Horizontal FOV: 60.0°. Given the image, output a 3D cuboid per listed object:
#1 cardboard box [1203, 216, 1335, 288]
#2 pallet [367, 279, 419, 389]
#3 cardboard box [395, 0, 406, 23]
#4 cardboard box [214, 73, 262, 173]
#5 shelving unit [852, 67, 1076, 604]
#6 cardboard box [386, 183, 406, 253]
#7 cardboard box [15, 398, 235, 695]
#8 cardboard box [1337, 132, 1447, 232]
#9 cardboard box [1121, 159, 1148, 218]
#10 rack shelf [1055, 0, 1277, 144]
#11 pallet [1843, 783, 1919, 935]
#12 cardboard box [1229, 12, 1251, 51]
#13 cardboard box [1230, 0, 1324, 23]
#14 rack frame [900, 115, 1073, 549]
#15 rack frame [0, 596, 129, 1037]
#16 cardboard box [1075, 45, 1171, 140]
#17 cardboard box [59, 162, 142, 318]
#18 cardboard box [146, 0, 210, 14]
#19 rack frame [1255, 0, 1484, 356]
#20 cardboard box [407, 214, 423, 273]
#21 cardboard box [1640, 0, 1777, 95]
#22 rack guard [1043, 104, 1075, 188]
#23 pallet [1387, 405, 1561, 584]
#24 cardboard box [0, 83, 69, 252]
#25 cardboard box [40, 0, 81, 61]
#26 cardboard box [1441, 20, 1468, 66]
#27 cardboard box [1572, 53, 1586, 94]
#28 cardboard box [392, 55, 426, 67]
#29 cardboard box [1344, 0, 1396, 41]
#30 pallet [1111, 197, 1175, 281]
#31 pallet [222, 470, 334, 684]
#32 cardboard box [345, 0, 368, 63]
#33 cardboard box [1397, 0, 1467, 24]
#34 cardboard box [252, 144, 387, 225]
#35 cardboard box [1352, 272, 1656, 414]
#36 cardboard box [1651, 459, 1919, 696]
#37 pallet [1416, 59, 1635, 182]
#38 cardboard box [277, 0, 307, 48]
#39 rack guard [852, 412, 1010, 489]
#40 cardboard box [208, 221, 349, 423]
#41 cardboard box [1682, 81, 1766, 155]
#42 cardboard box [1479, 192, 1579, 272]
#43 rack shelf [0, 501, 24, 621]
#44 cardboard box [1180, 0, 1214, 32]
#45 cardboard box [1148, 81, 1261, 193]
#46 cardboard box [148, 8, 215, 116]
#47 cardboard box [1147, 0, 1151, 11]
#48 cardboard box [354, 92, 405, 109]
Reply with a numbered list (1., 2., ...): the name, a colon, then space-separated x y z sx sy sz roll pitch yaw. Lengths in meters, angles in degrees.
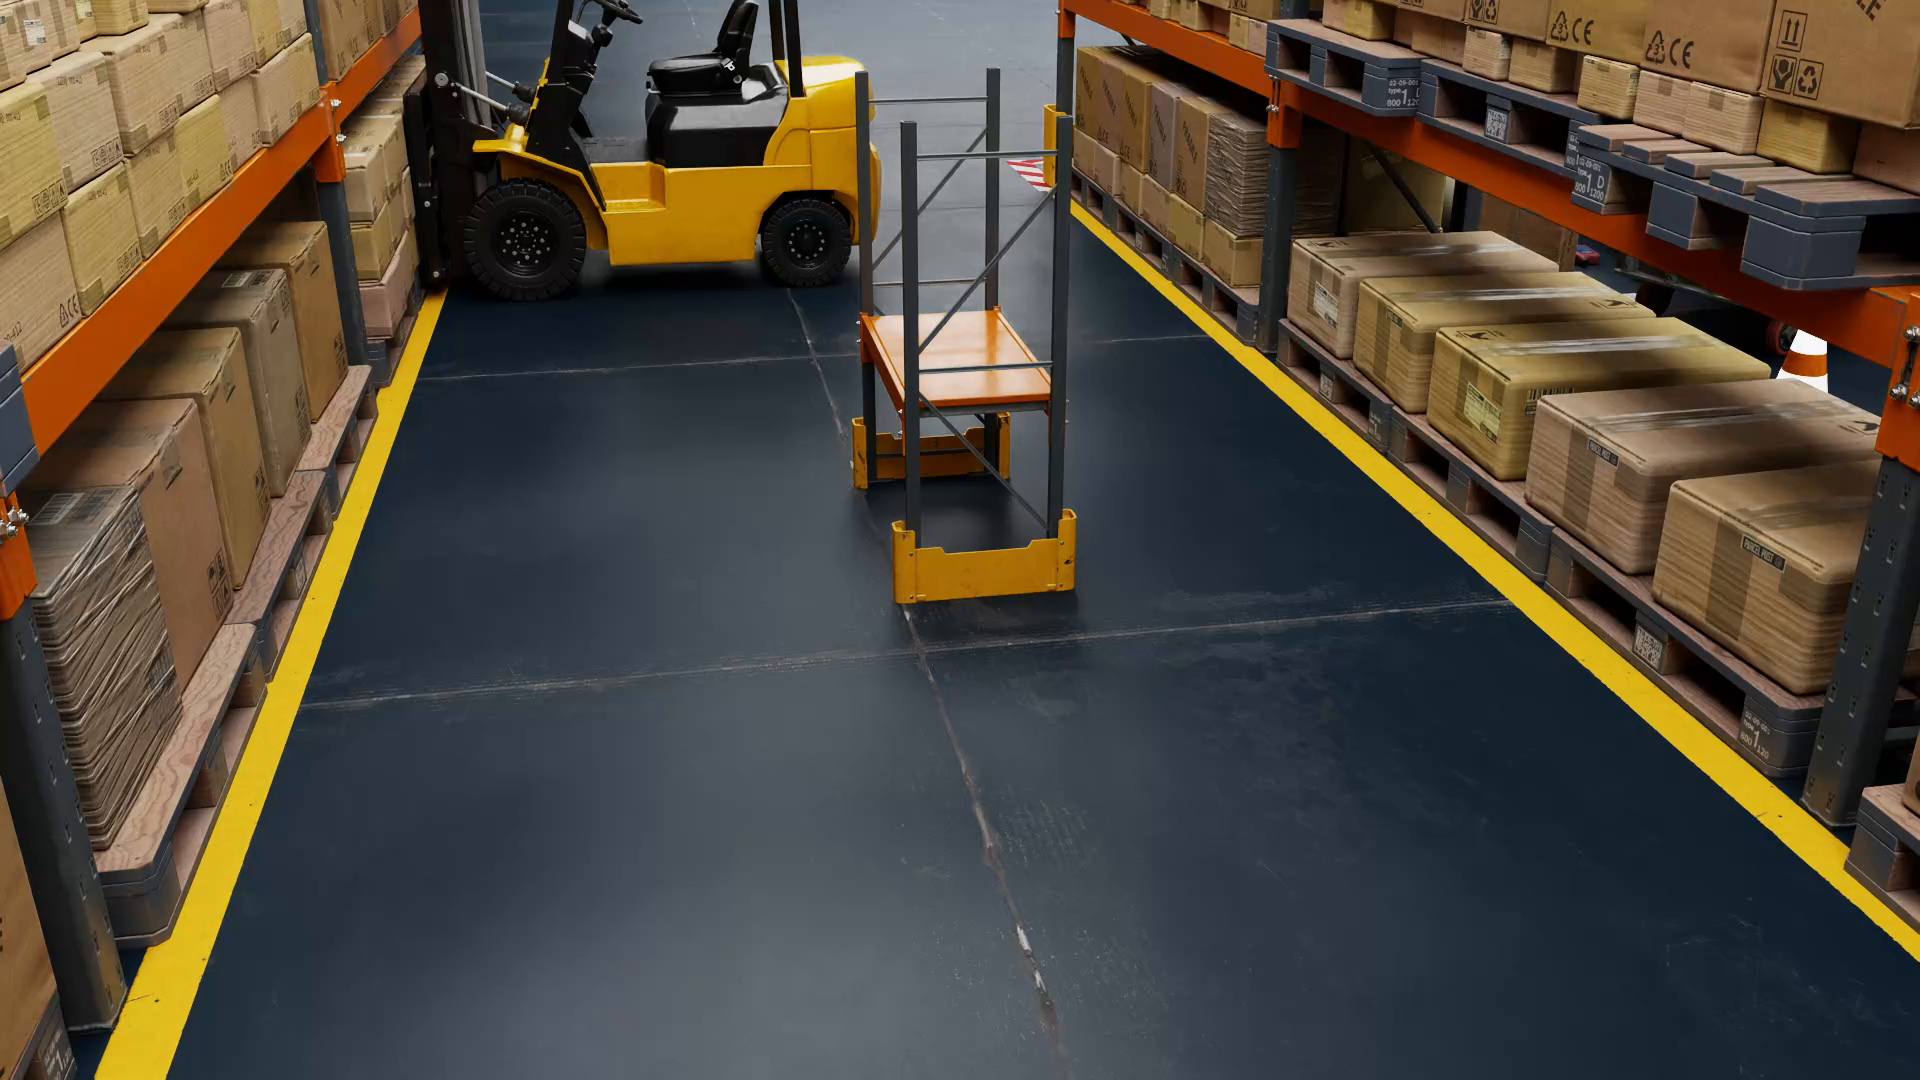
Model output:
1. cardboard box: 1.515 -1.435 8.199 0.500 0.250 0.500 -3 24 -7
2. pallet: -3.094 -0.959 7.683 1.003 0.211 1.213 -4 24 -10
3. cardboard box: -3.197 -2.960 8.655 0.500 0.500 0.500 -5 24 -11
4. cardboard box: -2.478 -1.279 5.118 0.500 0.250 0.500 -4 24 -9
5. shelving unit: -0.014 -0.717 5.518 0.587 1.500 1.083 -4 24 -10
6. cardboard box: -2.870 -1.494 7.709 0.500 0.250 0.500 -4 24 -10
7. cardboard box: -2.479 0.045 4.341 0.875 0.625 0.625 -4 24 -8
8. cardboard box: 2.045 -1.818 8.139 0.500 0.500 0.500 -3 24 -7
9. cardboard box: 1.227 -2.043 9.591 0.500 0.250 0.500 -3 24 -6
10. rack shelf: 1.519 -2.747 9.191 1.077 0.370 4.000 -4 24 -10
11. pallet: 2.700 0.877 3.479 1.003 0.211 1.213 -4 24 -10
12. cardboard box: 1.477 -2.377 7.758 0.380 0.149 0.250 -4 24 -9
13. cardboard box: 1.562 -2.629 7.524 0.500 0.500 0.500 -5 24 -11
14. rack frame: 0.078 -0.521 5.069 0.500 1.500 0.032 -4 24 -10
15. rack frame: -2.249 -0.348 2.799 1.000 3.000 0.127 -4 24 -10
16. cardboard box: 1.032 -2.793 10.370 0.500 0.500 0.500 -5 24 -12
17. cardboard box: -2.179 -0.670 3.724 0.500 0.250 0.500 -5 24 -11
18. cardboard box: -2.317 -1.548 4.610 0.380 0.149 0.250 -5 24 -11
19. rack frame: 1.889 -2.290 7.246 1.000 3.000 0.127 -4 24 -10
20. cardboard box: -2.972 -1.468 8.274 0.500 0.250 0.500 -4 24 -9
21. cardboard box: 2.165 -1.452 4.306 0.500 0.500 0.500 -5 24 -11
22. rack guard: 1.163 -2.688 11.280 1.175 0.500 0.348 -4 24 -10
23. pallet: 2.263 -0.225 6.002 1.003 0.211 1.213 -4 24 -10
24. cardboard box: -2.066 -0.703 3.174 0.500 0.250 0.500 -4 24 -10
25. cardboard box: -2.202 -1.144 3.687 0.380 0.149 0.250 -4 24 -9
26. cardboard box: 1.896 -1.720 5.730 0.380 0.149 0.250 -4 24 -9
27. cardboard box: 2.099 -1.417 5.035 0.380 0.149 0.250 -4 24 -9
28. cardboard box: -3.337 -2.727 9.908 0.500 0.250 0.500 -4 24 -8
29. cardboard box: 1.718 -2.028 6.435 0.380 0.149 0.250 -4 24 -9
30. pallet: 1.501 -1.755 9.504 1.003 0.211 1.213 -4 24 -10
31. pallet: -2.585 0.124 5.202 1.003 0.211 1.213 -4 24 -10
32. cardboard box: -2.927 -2.365 7.292 0.500 0.500 0.500 -4 24 -9
33. cardboard box: 1.865 -2.067 5.713 0.500 0.500 0.500 -4 24 -10
34. cardboard box: -2.770 -1.525 7.156 0.500 0.250 0.500 -5 24 -11
35. cardboard box: 2.125 -0.790 6.569 0.950 0.372 0.625 -3 24 -6
36. cardboard box: 2.534 0.072 4.596 0.950 0.372 0.625 -6 24 -13
37. pallet: 2.222 -1.405 5.458 1.003 0.211 1.213 -4 24 -10
38. cardboard box: -2.646 -1.908 5.933 0.500 0.250 0.500 -5 24 -11
39. rack guard: -0.106 -0.340 6.217 0.587 0.250 0.087 -4 24 -10
40. cardboard box: -2.881 -0.821 6.325 0.875 0.625 0.625 -3 24 -7
41. cardboard box: 2.125 -1.102 4.314 0.380 0.149 0.250 -5 24 -10
42. cardboard box: 3.028 -1.668 8.941 0.500 0.500 0.500 13 27 27
43. rack shelf: -1.879 0.768 1.142 1.077 0.370 4.000 -4 24 -10
44. cardboard box: 1.339 -2.678 8.449 0.380 0.149 0.250 -5 24 -11
45. cardboard box: 1.324 -2.180 8.967 0.500 0.500 0.500 -3 24 -7
46. cardboard box: -2.381 -1.304 4.551 0.500 0.250 0.500 -4 24 -9
47. cardboard box: 1.249 -2.983 9.146 0.380 0.149 0.250 -5 24 -11
48. cardboard box: -3.047 -2.129 8.539 0.500 0.250 0.500 -5 24 -11
